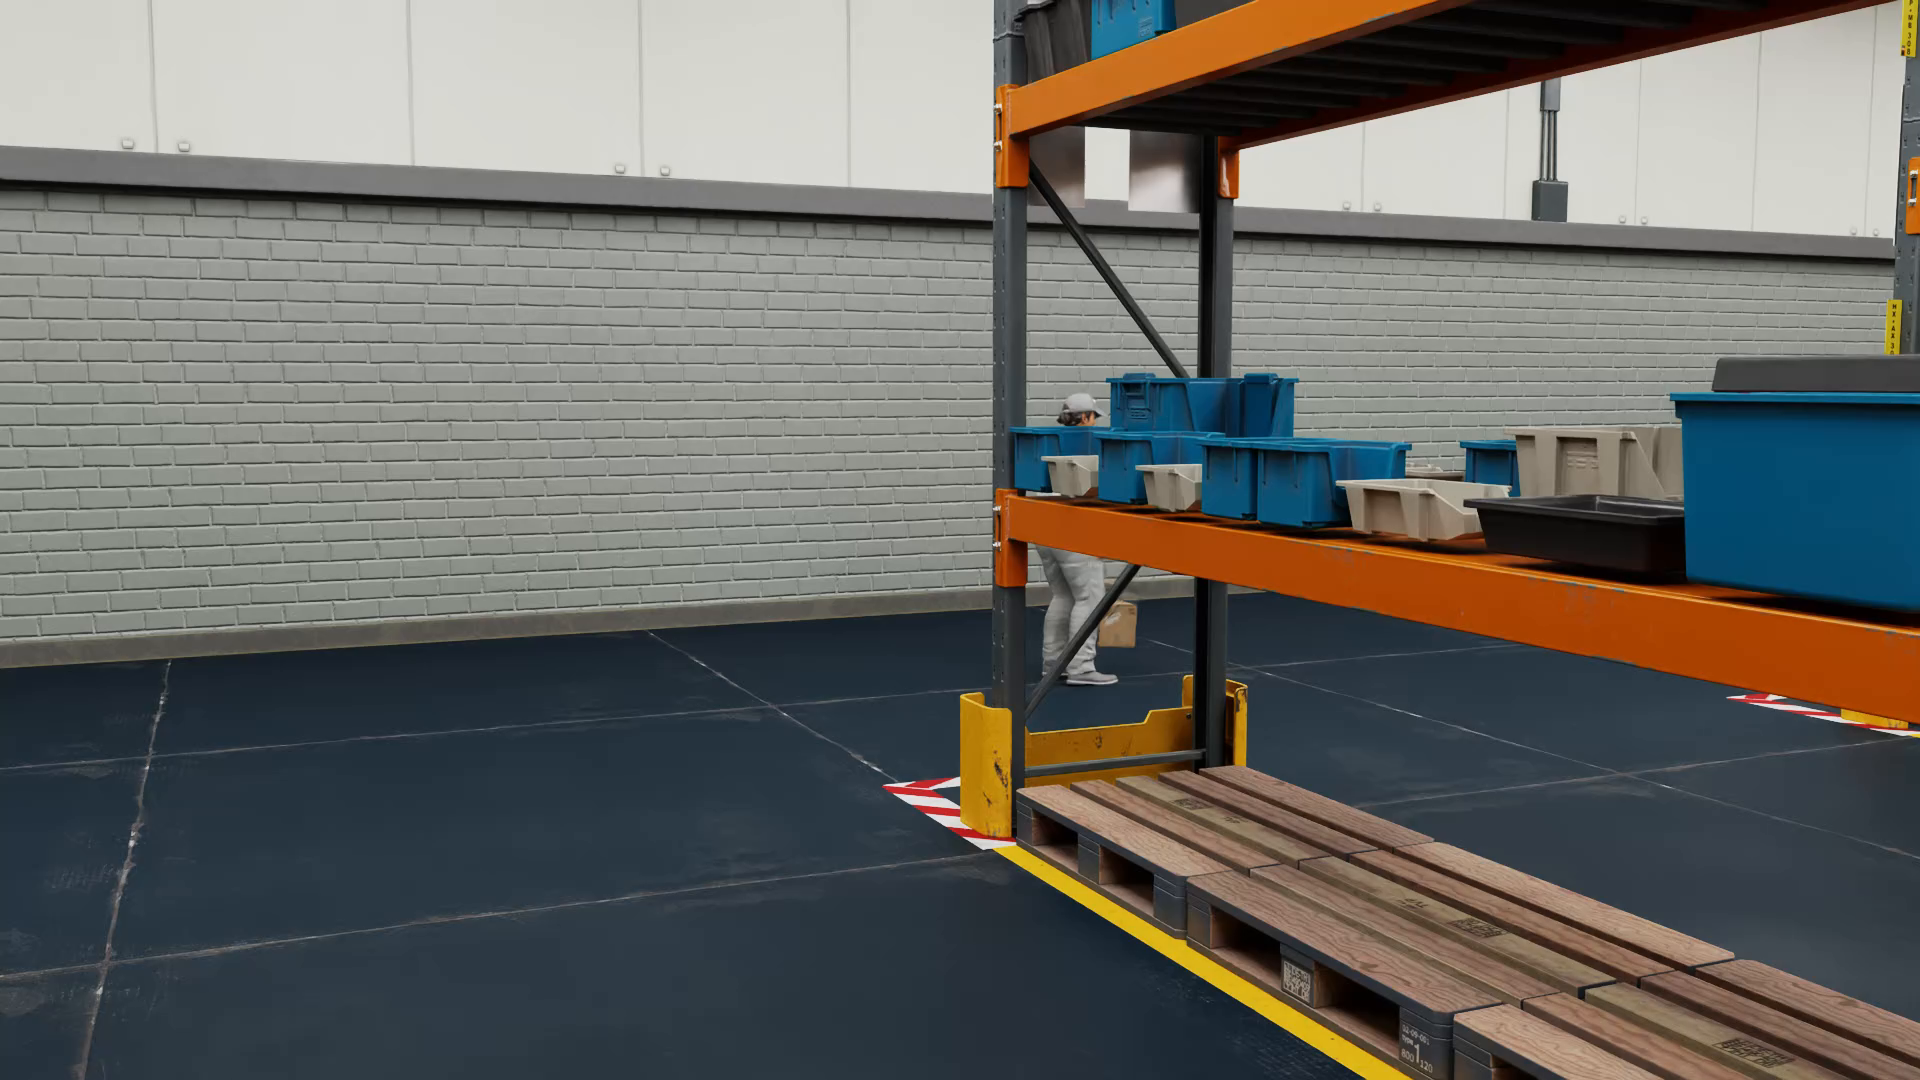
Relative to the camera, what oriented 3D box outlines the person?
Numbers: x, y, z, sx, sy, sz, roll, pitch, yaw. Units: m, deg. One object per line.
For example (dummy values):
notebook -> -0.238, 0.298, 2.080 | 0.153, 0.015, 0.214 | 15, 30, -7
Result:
person -> 0.659, -0.014, 9.603 | 0.451, 1.668, 0.532 | -3, 6, -25
